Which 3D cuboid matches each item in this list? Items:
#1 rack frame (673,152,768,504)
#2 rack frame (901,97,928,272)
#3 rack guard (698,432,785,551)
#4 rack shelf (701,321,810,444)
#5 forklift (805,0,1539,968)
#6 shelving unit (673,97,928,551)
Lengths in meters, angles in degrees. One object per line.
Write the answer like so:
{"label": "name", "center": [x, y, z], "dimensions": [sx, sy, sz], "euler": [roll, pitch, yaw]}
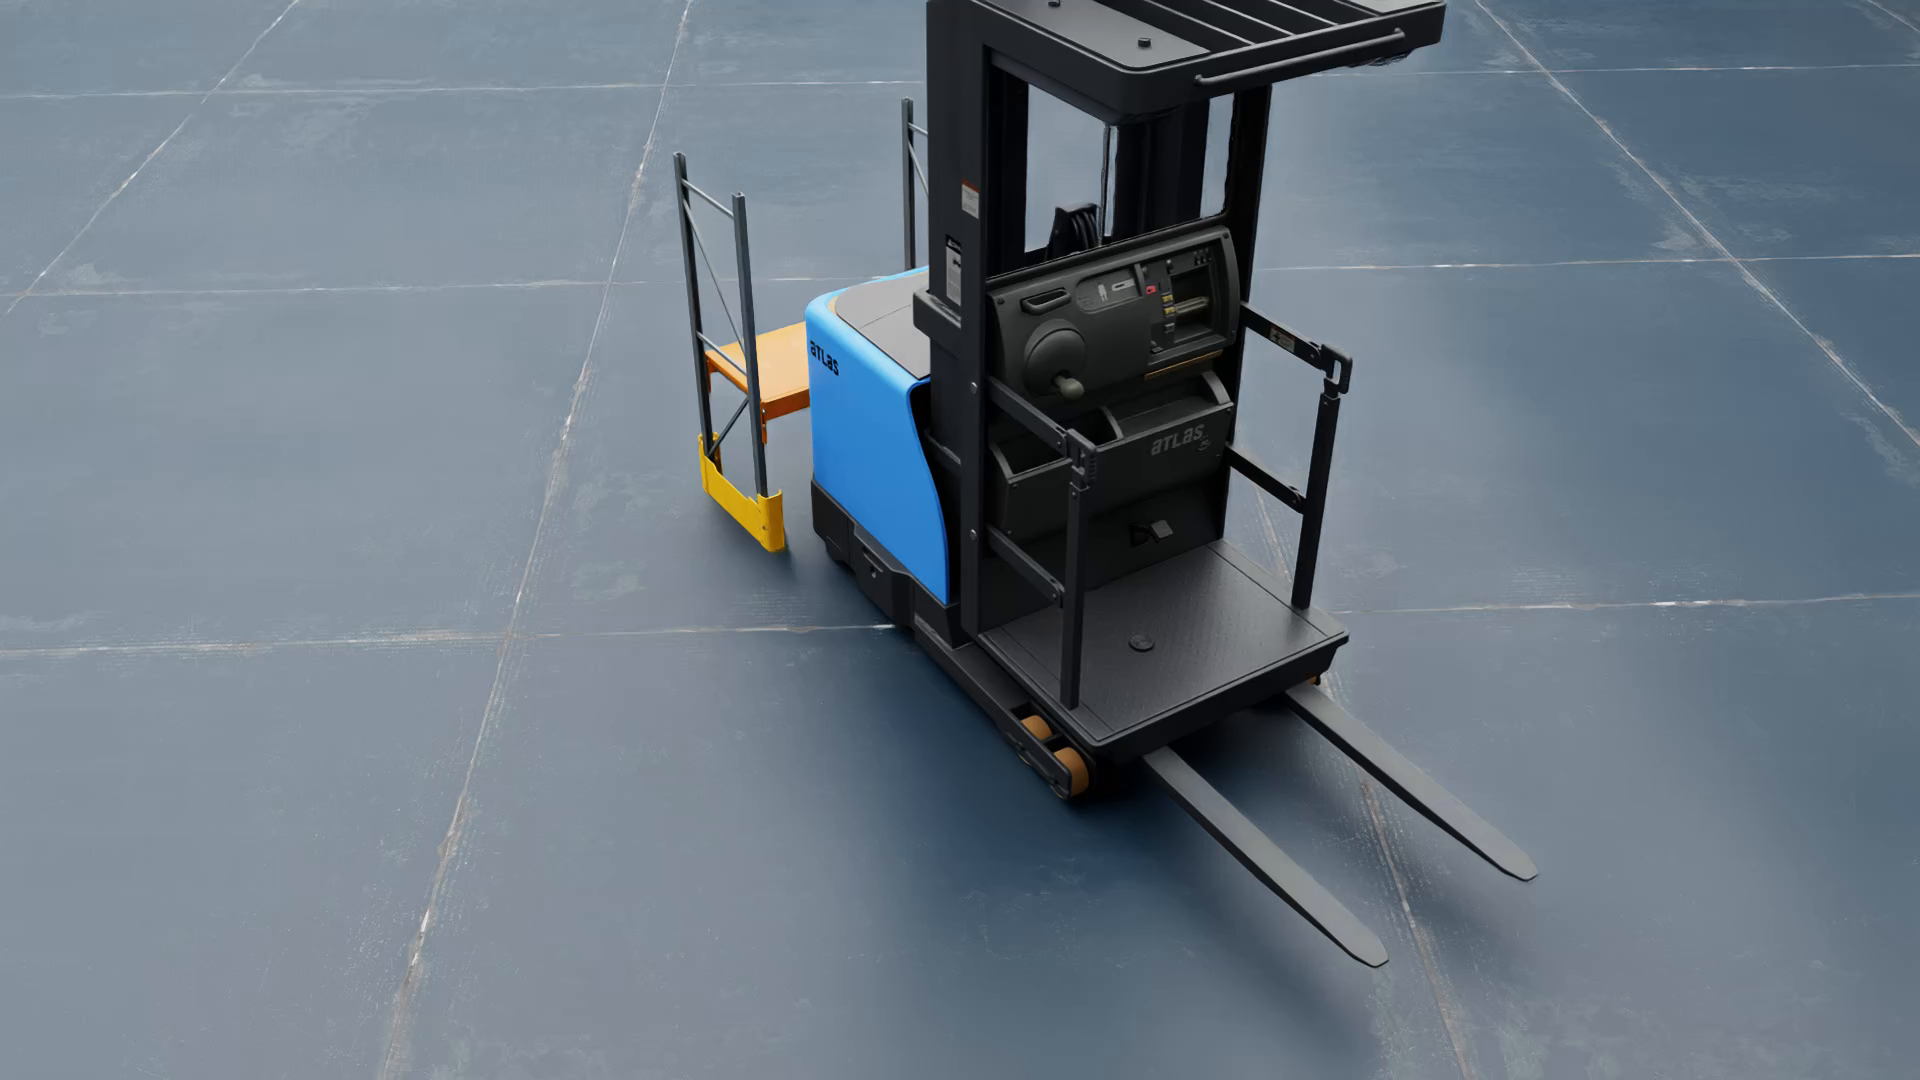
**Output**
{"label": "rack frame", "center": [-0.915, -0.713, 6.462], "dimensions": [0.032, 1.500, 0.500], "euler": [-22, 40, -28]}
{"label": "rack frame", "center": [-0.082, -1.044, 6.940], "dimensions": [0.032, 1.500, 0.500], "euler": [-22, 40, -28]}
{"label": "rack guard", "center": [-0.899, -0.205, 6.827], "dimensions": [0.087, 0.250, 0.587], "euler": [-22, 40, -28]}
{"label": "rack shelf", "center": [-0.499, -0.730, 6.803], "dimensions": [1.000, 0.185, 0.538], "euler": [-22, 40, -28]}
{"label": "forklift", "center": [0.624, -0.657, 5.124], "dimensions": [1.130, 2.935, 3.031], "euler": [-20, 39, -26]}
{"label": "shelving unit", "center": [-0.491, -0.881, 6.705], "dimensions": [1.083, 1.500, 0.587], "euler": [-22, 40, -28]}
